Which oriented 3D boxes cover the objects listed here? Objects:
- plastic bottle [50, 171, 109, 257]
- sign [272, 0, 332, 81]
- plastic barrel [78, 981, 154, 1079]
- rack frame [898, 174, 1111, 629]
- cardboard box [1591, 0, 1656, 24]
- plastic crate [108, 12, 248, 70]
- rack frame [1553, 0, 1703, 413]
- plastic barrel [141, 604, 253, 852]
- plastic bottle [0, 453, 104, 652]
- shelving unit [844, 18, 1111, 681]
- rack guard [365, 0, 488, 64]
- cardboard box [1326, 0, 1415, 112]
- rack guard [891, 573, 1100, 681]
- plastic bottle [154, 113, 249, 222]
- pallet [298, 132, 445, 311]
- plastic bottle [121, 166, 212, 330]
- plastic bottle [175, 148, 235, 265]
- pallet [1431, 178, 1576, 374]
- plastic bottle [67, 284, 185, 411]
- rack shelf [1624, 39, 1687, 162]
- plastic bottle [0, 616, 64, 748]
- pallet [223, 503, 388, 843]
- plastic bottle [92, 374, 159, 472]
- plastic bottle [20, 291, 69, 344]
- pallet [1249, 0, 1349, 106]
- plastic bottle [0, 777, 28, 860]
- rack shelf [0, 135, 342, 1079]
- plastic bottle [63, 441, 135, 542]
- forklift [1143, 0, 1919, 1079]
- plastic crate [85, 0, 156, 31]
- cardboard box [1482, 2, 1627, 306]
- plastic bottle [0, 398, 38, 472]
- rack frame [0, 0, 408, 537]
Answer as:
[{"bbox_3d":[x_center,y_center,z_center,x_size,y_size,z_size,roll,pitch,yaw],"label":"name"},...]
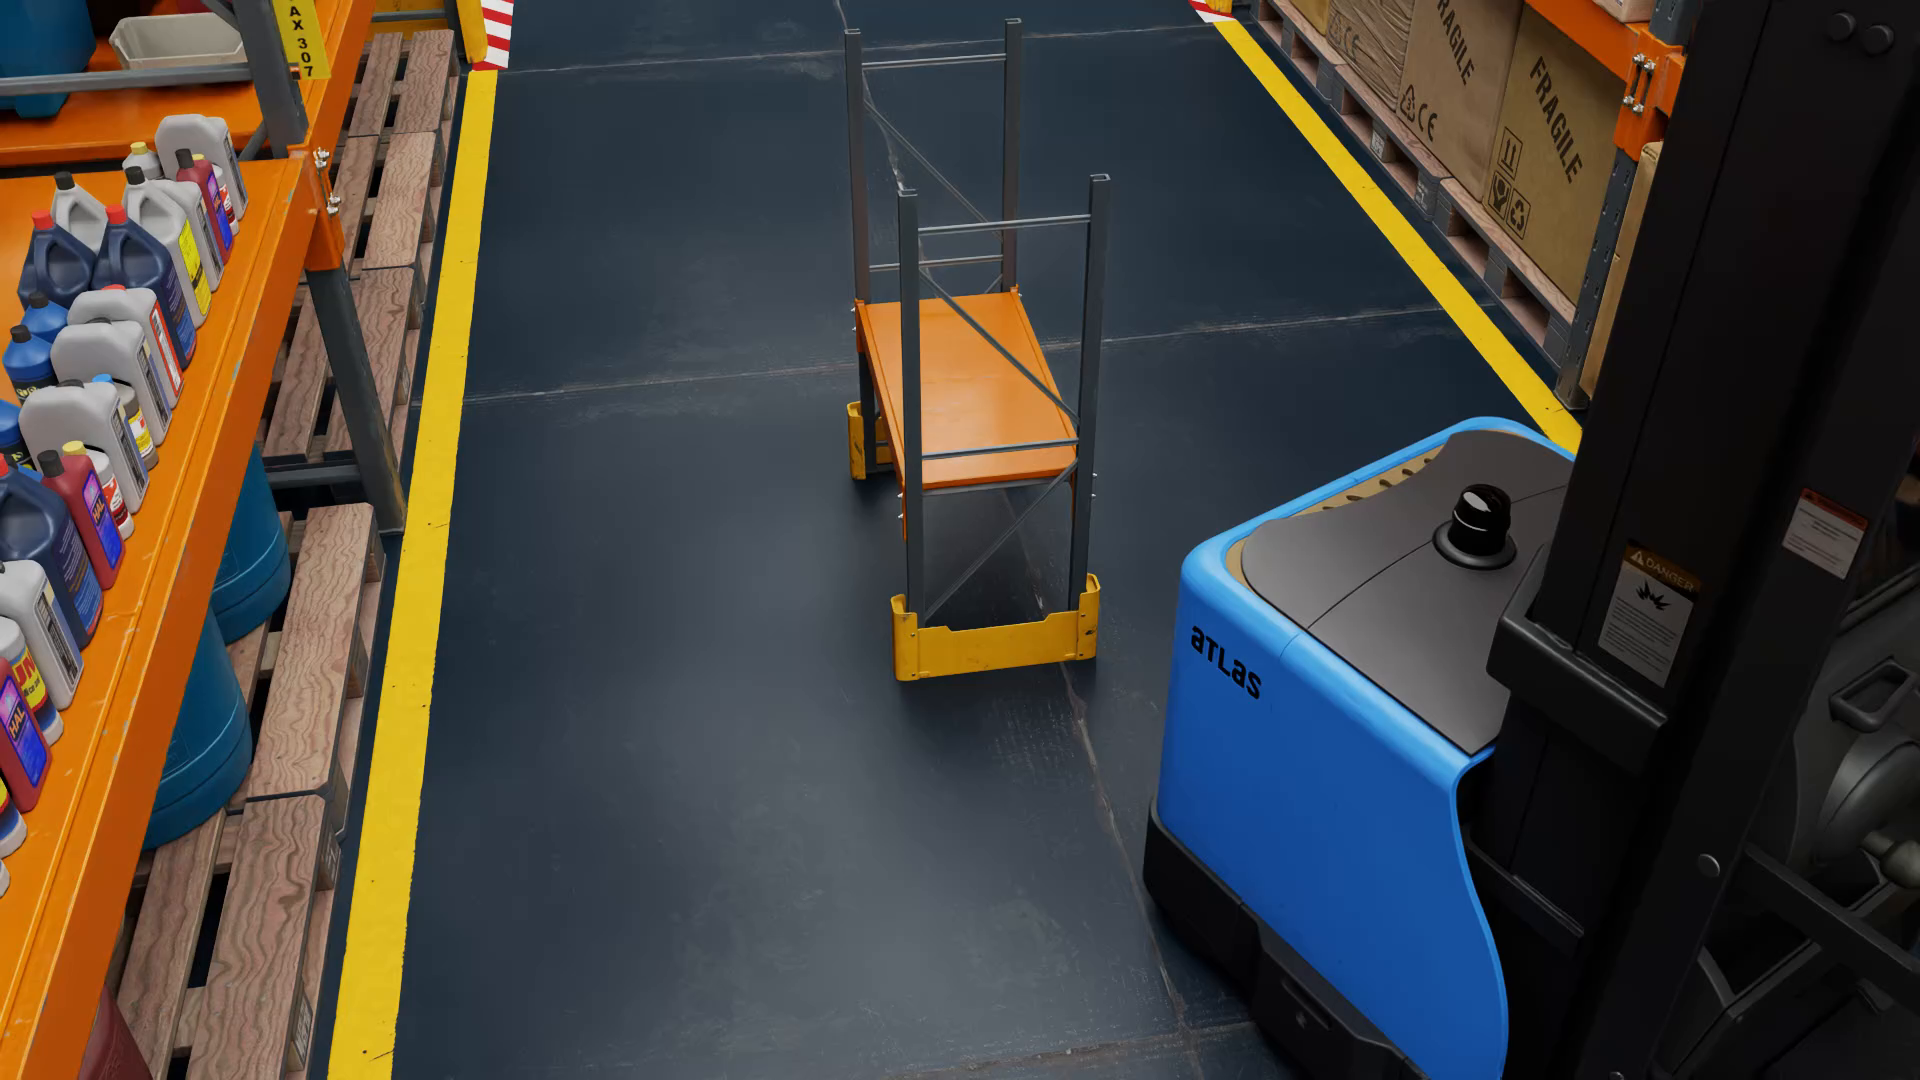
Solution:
[{"bbox_3d":[-1.923,-0.632,3.658,0.144,0.351,0.185,-6,38,-8],"label":"plastic bottle"},{"bbox_3d":[-1.722,-1.354,4.322,0.100,0.325,0.005,-6,38,-8],"label":"sign"},{"bbox_3d":[-1.864,1.040,3.090,0.600,0.588,0.708,-6,38,-8],"label":"plastic barrel"},{"bbox_3d":[0.104,-0.234,4.328,0.500,1.500,0.032,-6,38,-8],"label":"rack frame"},{"bbox_3d":[2.236,-1.769,5.287,0.380,0.149,0.250,-6,38,-8],"label":"cardboard box"},{"bbox_3d":[-2.205,-1.403,4.777,0.396,0.136,0.243,-6,38,-8],"label":"plastic crate"},{"bbox_3d":[2.612,-1.720,5.018,1.000,3.000,0.127,-6,38,-8],"label":"rack frame"},{"bbox_3d":[-2.062,0.234,3.872,0.600,0.901,0.708,-6,38,-8],"label":"plastic barrel"},{"bbox_3d":[-1.588,0.018,2.822,0.144,0.351,0.185,-6,38,-8],"label":"plastic bottle"},{"bbox_3d":[0.013,-0.546,4.731,0.587,1.500,1.083,-6,38,-8],"label":"shelving unit"},{"bbox_3d":[-2.983,-2.629,8.226,1.175,0.500,0.348,-6,38,-8],"label":"rack guard"},{"bbox_3d":[2.261,-2.535,7.457,0.875,0.875,0.875,-6,38,-8],"label":"cardboard box"},{"bbox_3d":[0.101,0.248,4.727,0.587,0.250,0.087,-6,38,-8],"label":"rack guard"},{"bbox_3d":[-1.877,-0.935,4.109,0.152,0.276,0.135,-6,38,-8],"label":"plastic bottle"},{"bbox_3d":[-2.649,-1.264,6.705,1.003,0.211,1.213,-6,38,-8],"label":"pallet"},{"bbox_3d":[-1.781,-0.647,3.678,0.144,0.351,0.185,-6,38,-8],"label":"plastic bottle"},{"bbox_3d":[-1.792,-0.803,3.933,0.061,0.283,0.133,-6,38,-8],"label":"plastic bottle"},{"bbox_3d":[2.556,-1.086,6.476,1.003,0.211,1.213,-6,38,-8],"label":"pallet"},{"bbox_3d":[-1.725,-0.409,3.433,0.152,0.276,0.135,-6,38,-8],"label":"plastic bottle"},{"bbox_3d":[2.963,-0.227,3.684,1.077,0.370,4.000,-6,38,-8],"label":"rack shelf"},{"bbox_3d":[-1.517,0.213,2.635,0.097,0.271,0.097,0,38,0],"label":"plastic bottle"},{"bbox_3d":[-2.170,0.385,4.582,1.003,0.211,1.213,-6,38,-8],"label":"pallet"},{"bbox_3d":[-1.654,-0.231,3.265,0.097,0.201,0.097,0,38,0],"label":"plastic bottle"},{"bbox_3d":[-1.844,-0.383,3.403,0.097,0.271,0.097,0,38,0],"label":"plastic bottle"},{"bbox_3d":[2.128,-2.560,8.373,1.003,0.211,1.213,-6,38,-8],"label":"pallet"},{"bbox_3d":[-1.476,0.353,2.456,0.097,0.271,0.097,0,38,0],"label":"plastic bottle"},{"bbox_3d":[-1.914,0.305,2.998,1.077,0.370,4.000,-6,38,-8],"label":"rack shelf"},{"bbox_3d":[-1.613,-0.091,3.084,0.097,0.201,0.097,0,38,0],"label":"plastic bottle"},{"bbox_3d":[1.701,0.288,2.490,1.130,2.935,3.031,-23,43,-27],"label":"forklift"},{"bbox_3d":[-2.725,-1.749,5.232,0.437,0.125,0.590,-6,38,-8],"label":"plastic crate"},{"bbox_3d":[2.575,-1.454,6.066,0.875,0.875,0.875,-6,38,-8],"label":"cardboard box"},{"bbox_3d":[-1.780,-0.161,3.118,0.097,0.271,0.097,0,38,0],"label":"plastic bottle"},{"bbox_3d":[-2.264,-1.187,4.333,1.000,3.000,0.127,-6,38,-8],"label":"rack frame"}]
